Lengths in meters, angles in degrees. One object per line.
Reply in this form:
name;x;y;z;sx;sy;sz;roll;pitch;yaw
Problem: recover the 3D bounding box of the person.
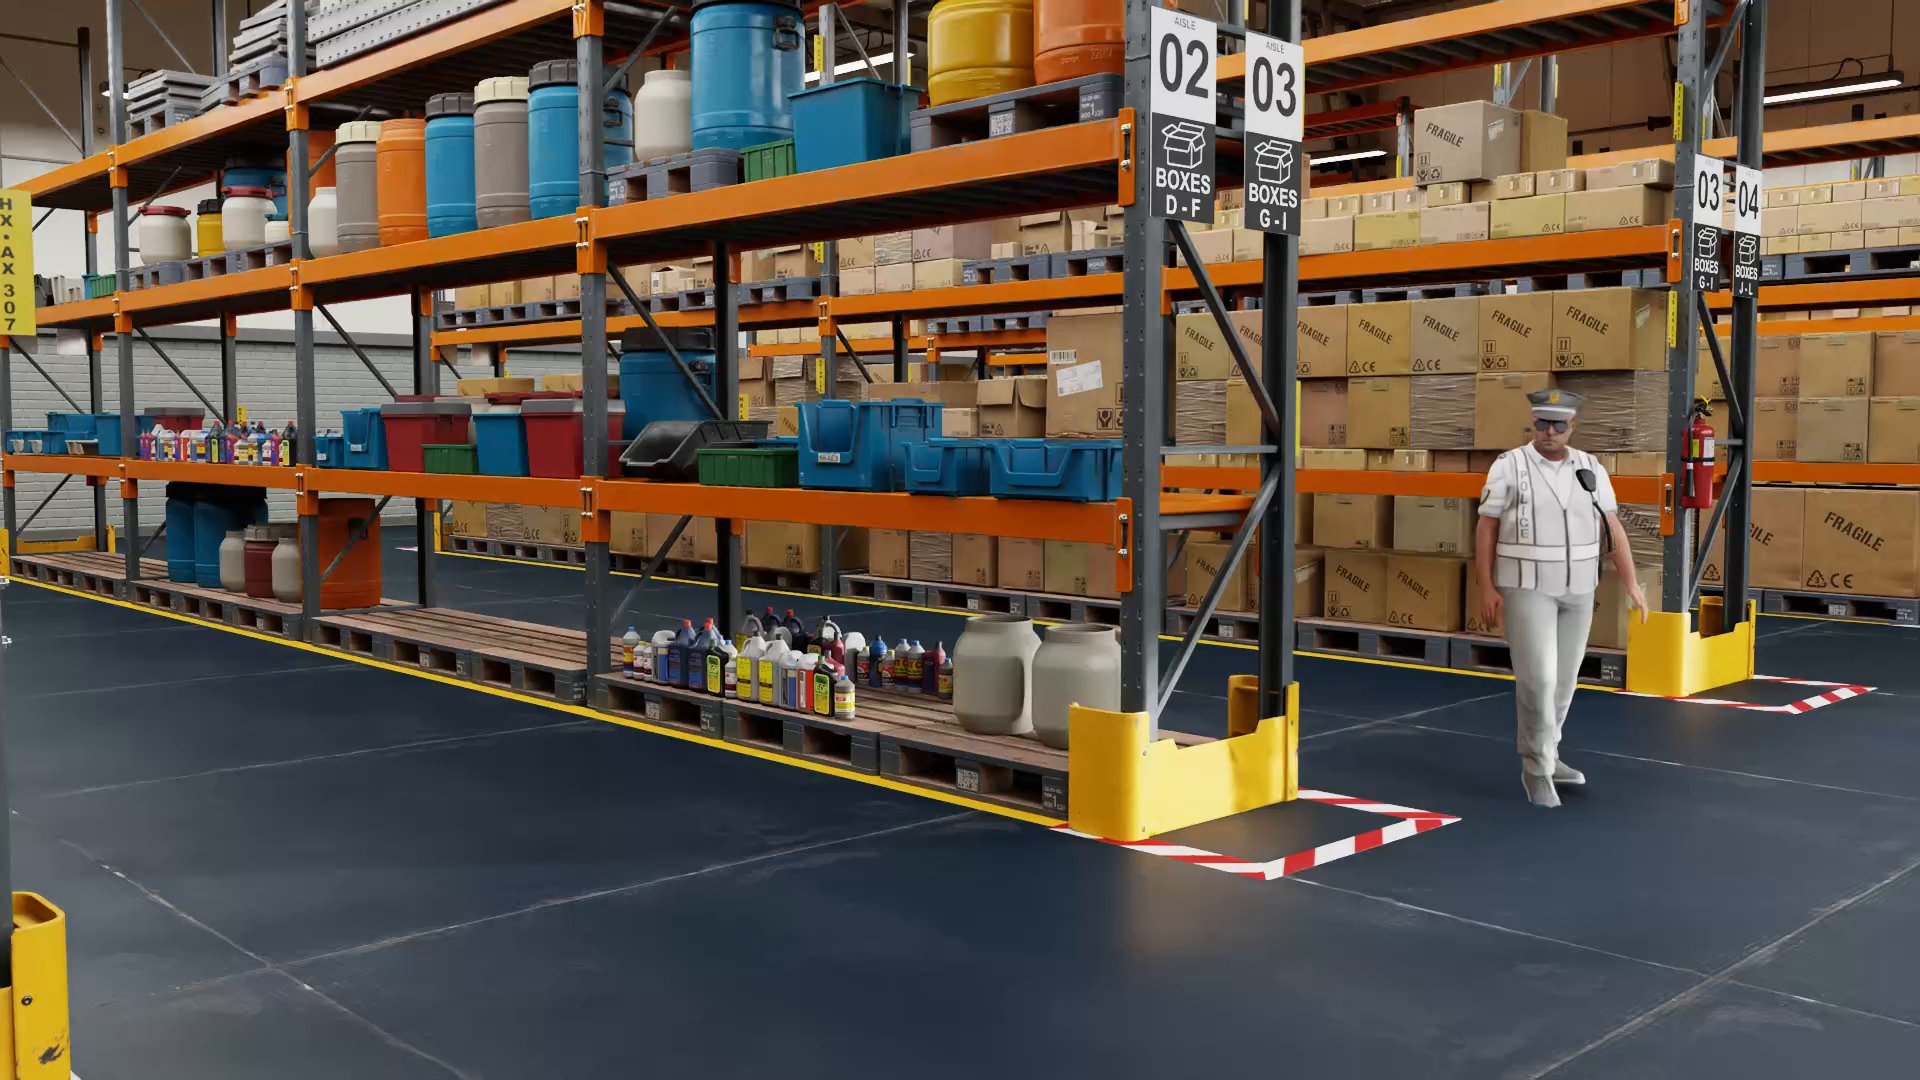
person;2.579;0.276;7.215;0.620;1.846;0.559;-1;4;-10
